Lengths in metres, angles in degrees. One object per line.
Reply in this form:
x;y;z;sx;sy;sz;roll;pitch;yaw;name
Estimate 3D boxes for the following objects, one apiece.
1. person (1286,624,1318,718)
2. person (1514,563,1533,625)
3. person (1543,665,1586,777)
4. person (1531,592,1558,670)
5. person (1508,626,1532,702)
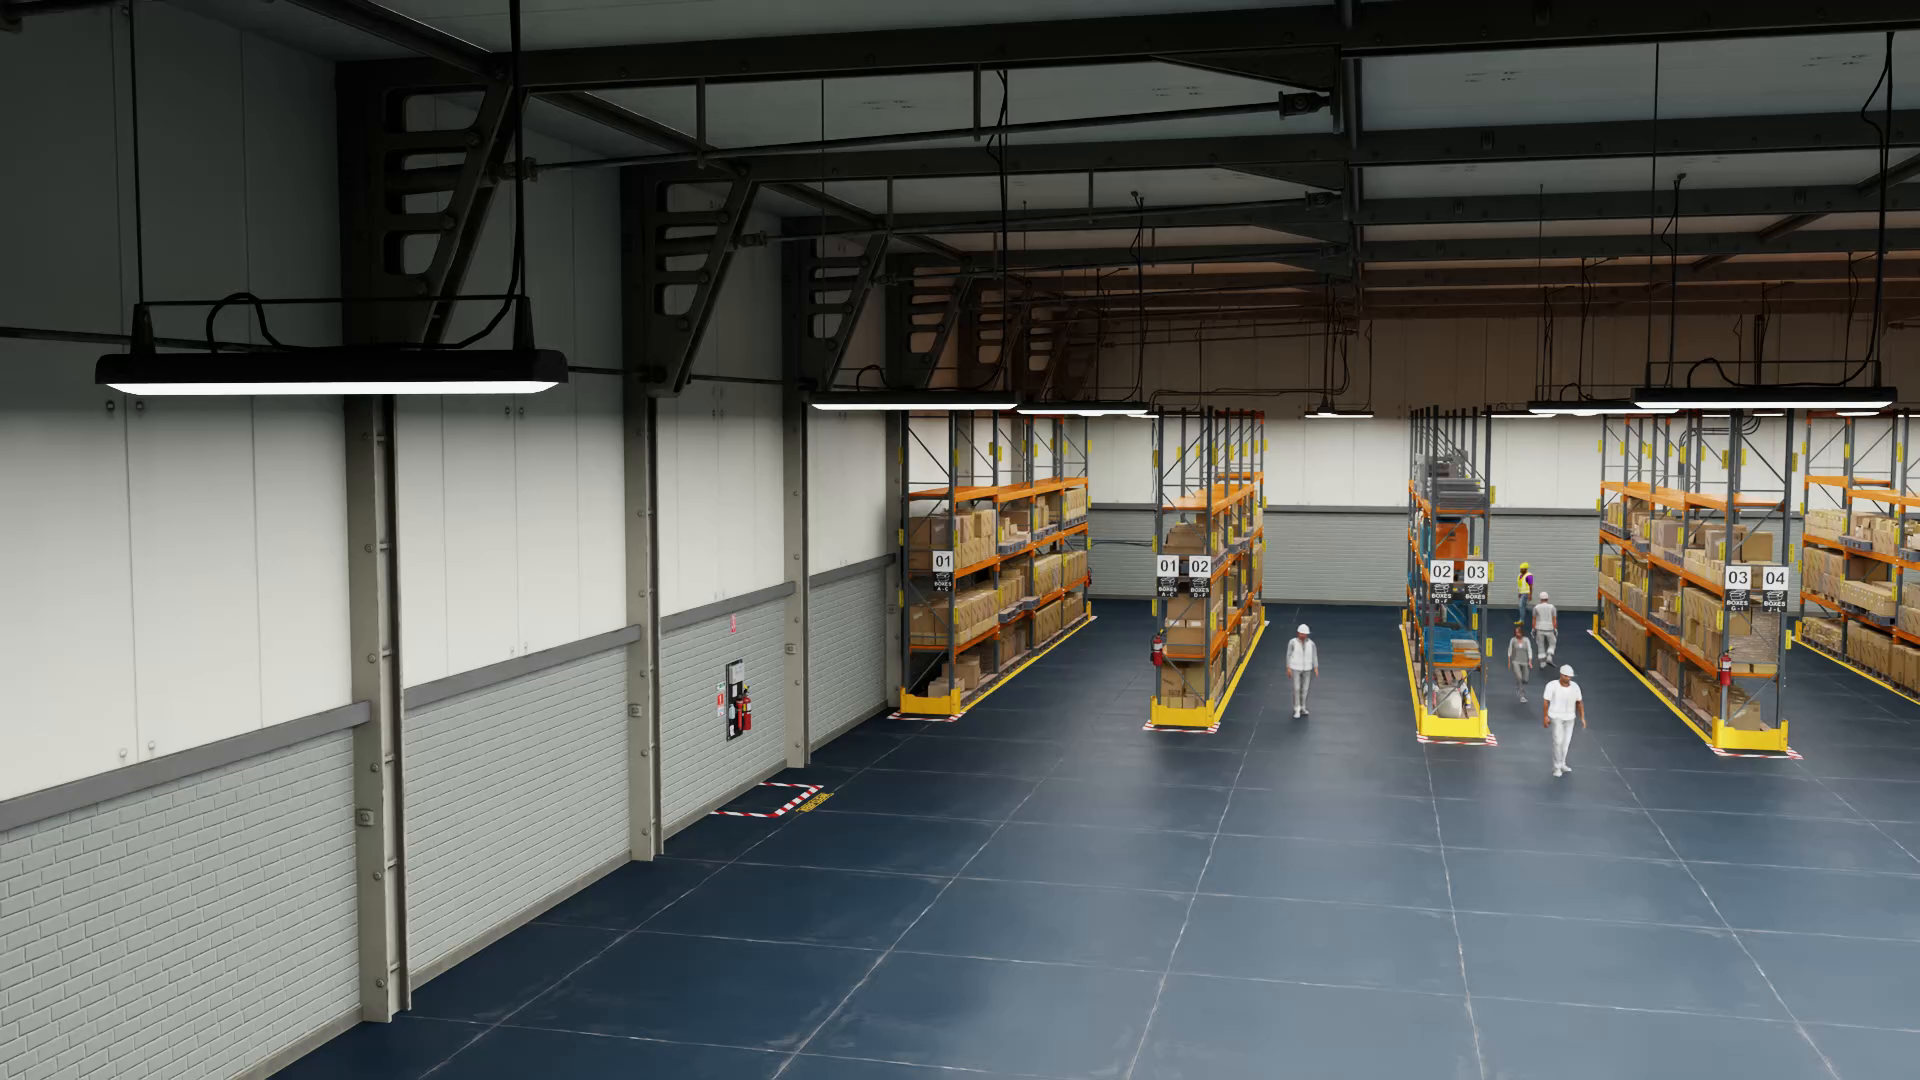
6.636;2.542;32.276;0.587;1.836;0.506;-1;4;-7;person
15.921;1.501;46.680;0.831;1.743;0.568;0;4;-7;person
9.784;2.923;26.958;0.629;1.832;0.511;0;4;-7;person
13.452;2.091;38.272;0.578;1.789;0.519;1;4;19;person
11.462;2.626;34.025;0.461;1.302;0.747;1;4;10;person
